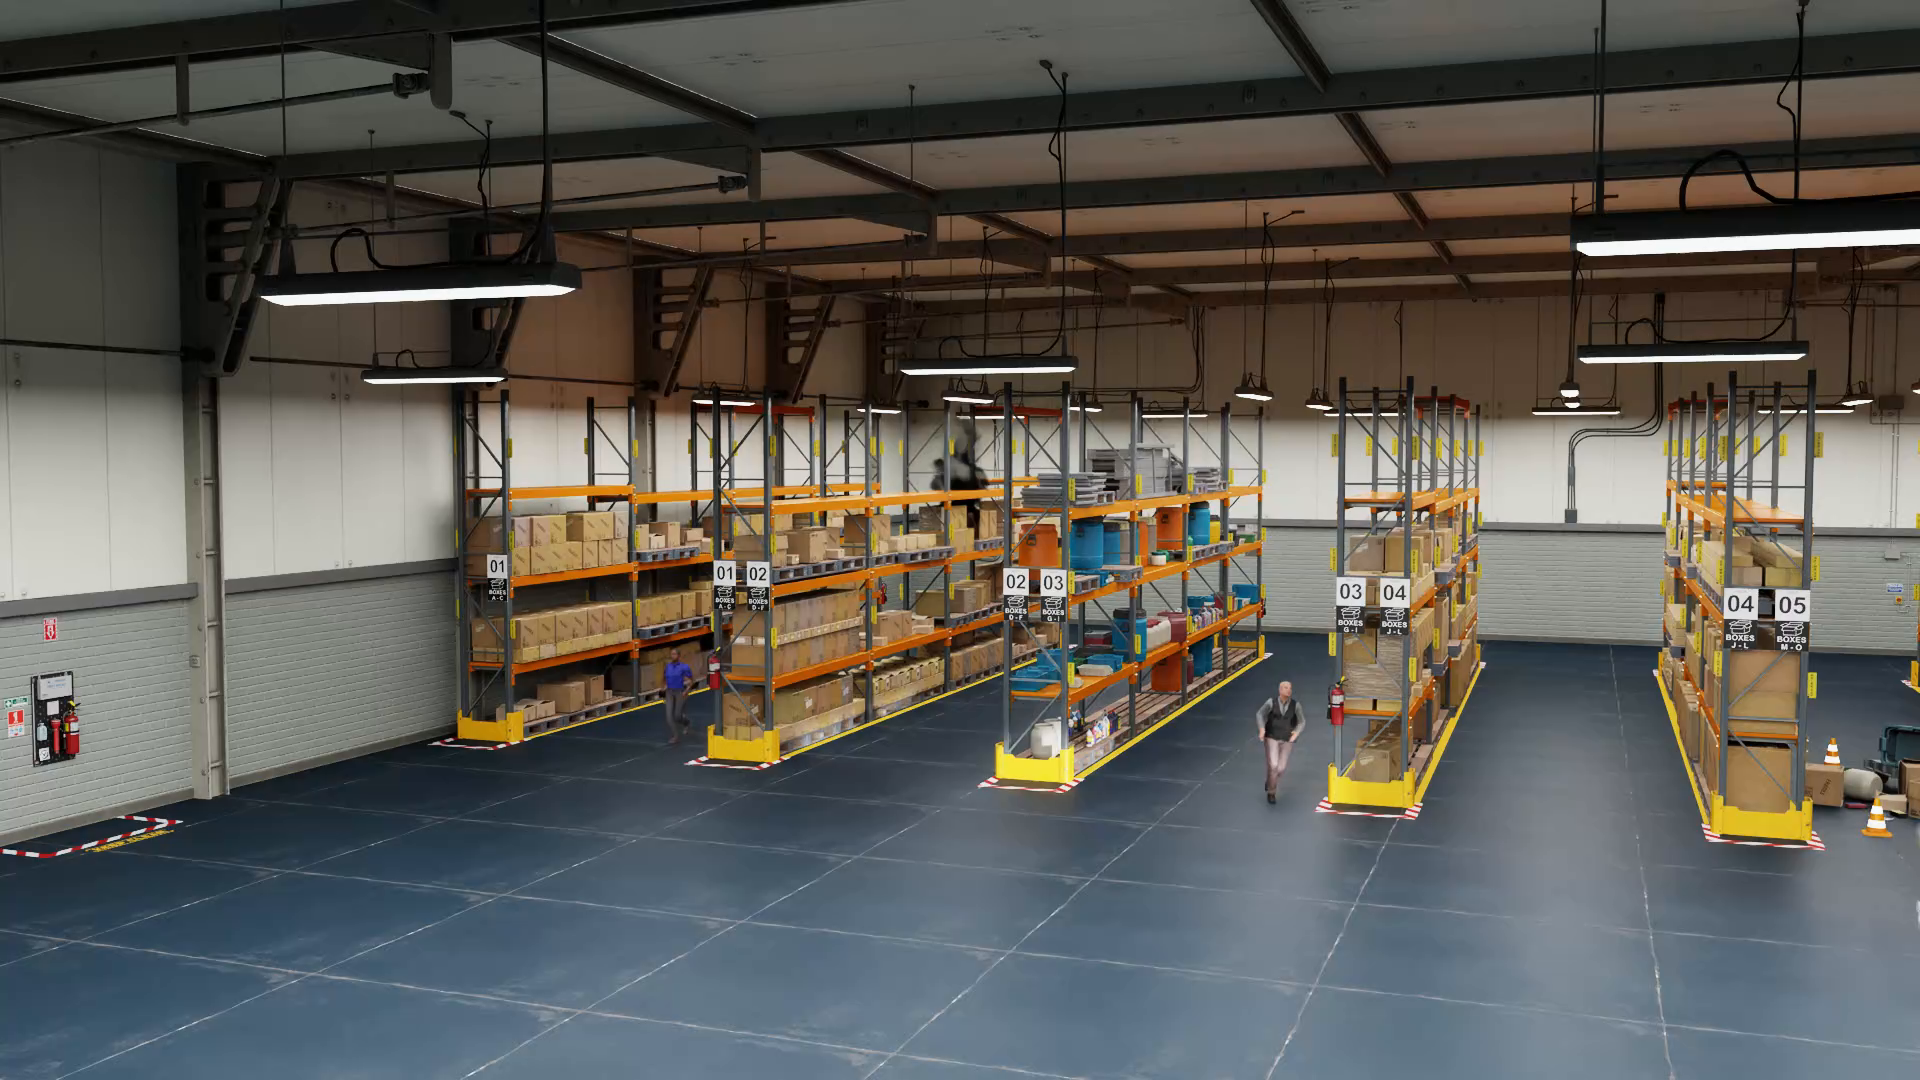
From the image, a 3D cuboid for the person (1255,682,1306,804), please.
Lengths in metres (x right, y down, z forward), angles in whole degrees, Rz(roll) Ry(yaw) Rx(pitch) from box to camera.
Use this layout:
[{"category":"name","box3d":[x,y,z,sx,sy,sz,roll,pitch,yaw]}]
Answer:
[{"category":"person","box3d":[4.574,2.864,23.704,0.694,1.700,0.701,0,3,1]}]

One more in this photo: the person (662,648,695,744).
[{"category":"person","box3d":[-4.803,2.635,28.251,0.591,1.603,0.587,1,3,16]}]
